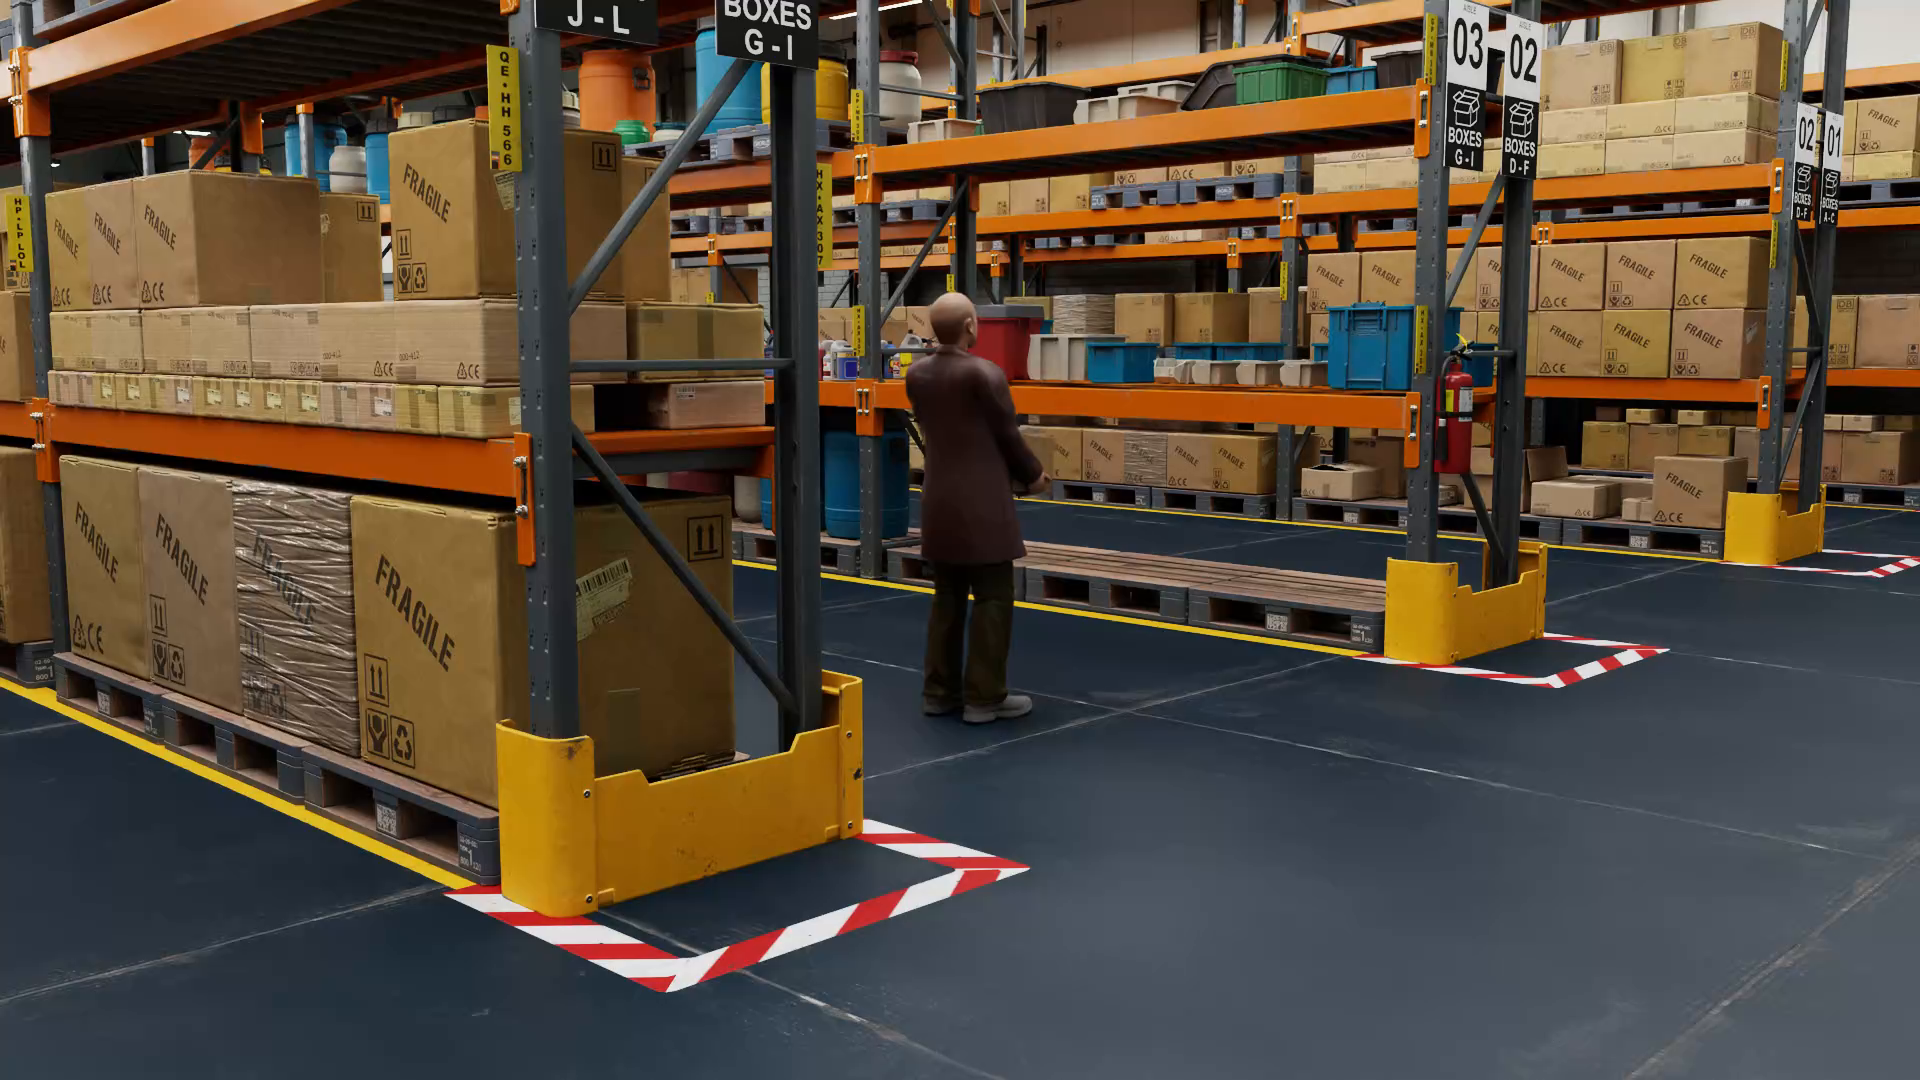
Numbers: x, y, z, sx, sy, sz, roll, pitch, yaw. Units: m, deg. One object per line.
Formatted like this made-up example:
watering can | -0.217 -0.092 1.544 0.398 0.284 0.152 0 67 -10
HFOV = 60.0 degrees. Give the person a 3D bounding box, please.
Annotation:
person | 0.099 -0.150 7.040 0.537 1.777 0.548 6 9 43
